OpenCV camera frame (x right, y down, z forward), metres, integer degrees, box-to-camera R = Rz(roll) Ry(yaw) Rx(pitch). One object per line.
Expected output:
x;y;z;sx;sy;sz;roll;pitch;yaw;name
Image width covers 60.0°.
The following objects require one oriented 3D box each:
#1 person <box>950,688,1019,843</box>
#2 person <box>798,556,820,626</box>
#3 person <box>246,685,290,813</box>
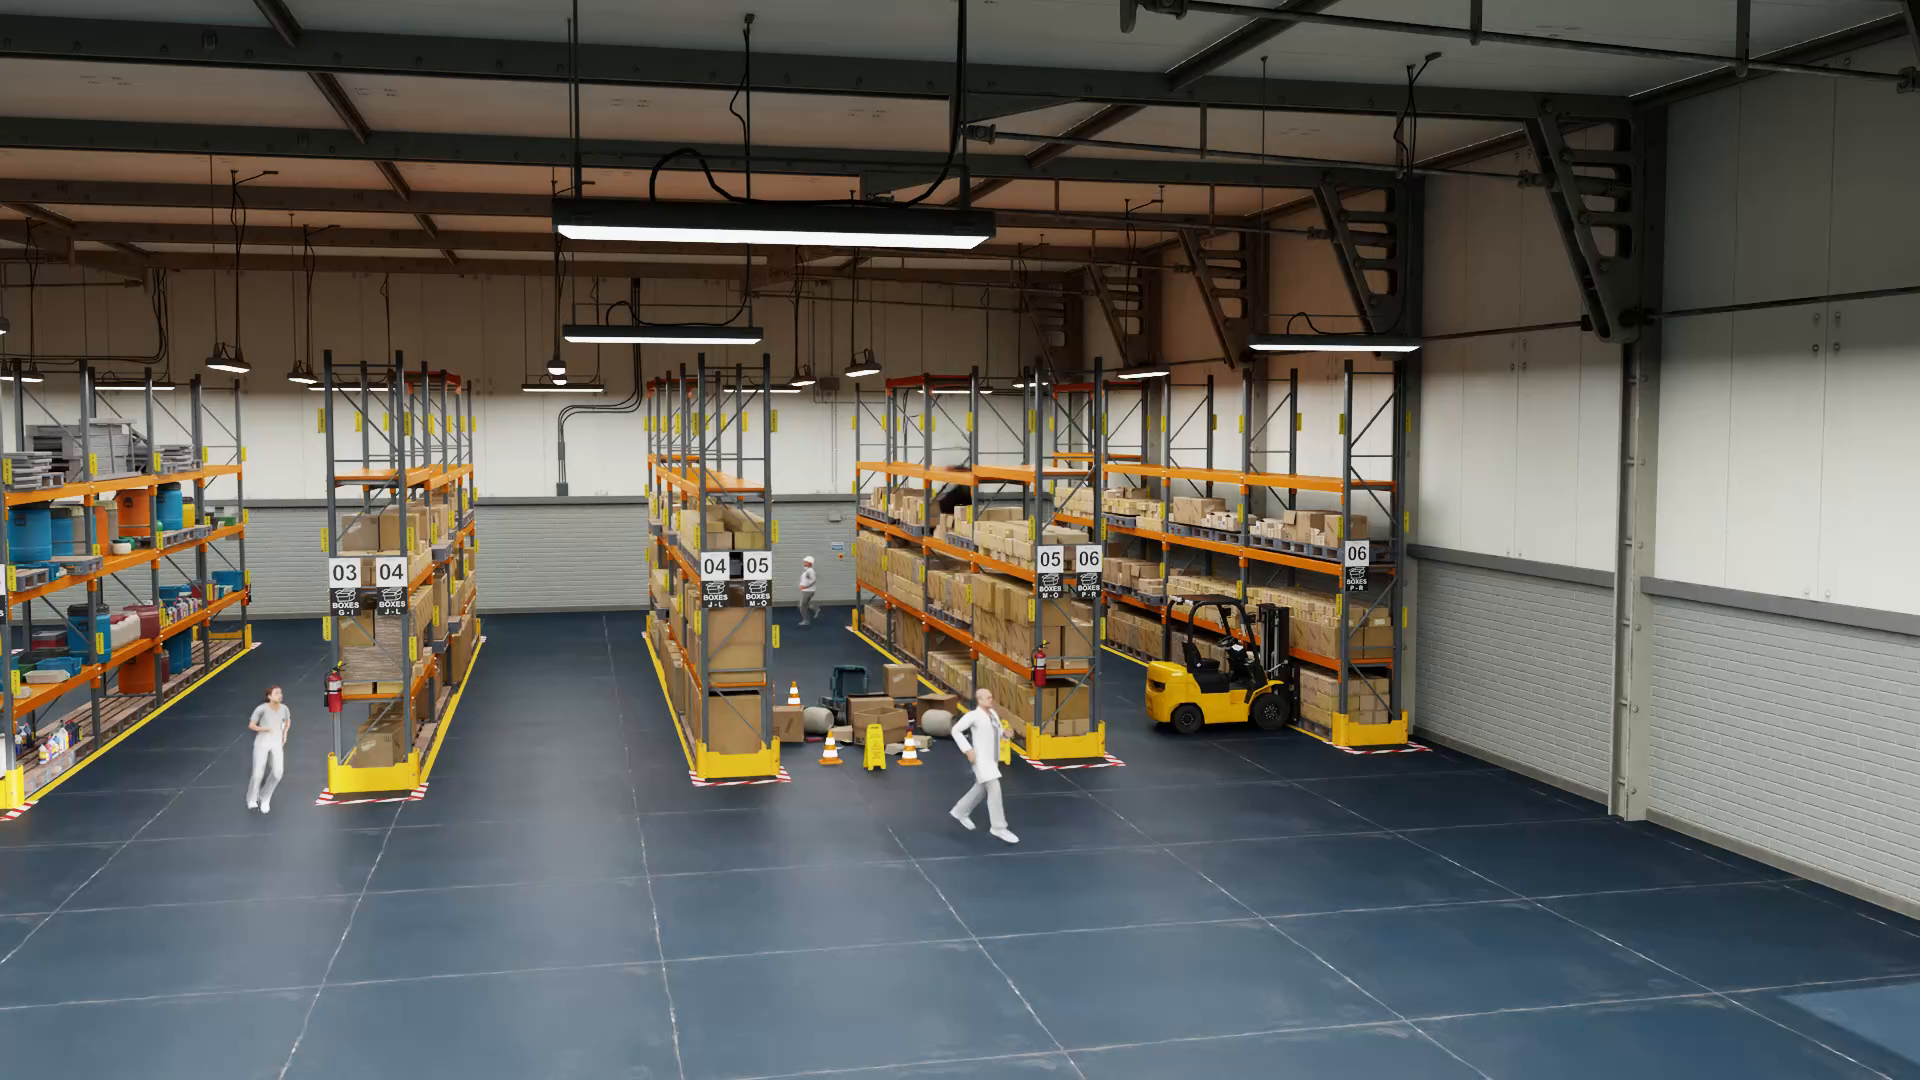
0.293;2.691;20.109;1.006;1.802;0.689;2;5;29;person
-3.750;1.267;41.443;0.597;1.732;0.661;-1;4;-15;person
-8.912;2.692;21.555;0.575;1.647;0.640;-3;5;-38;person
